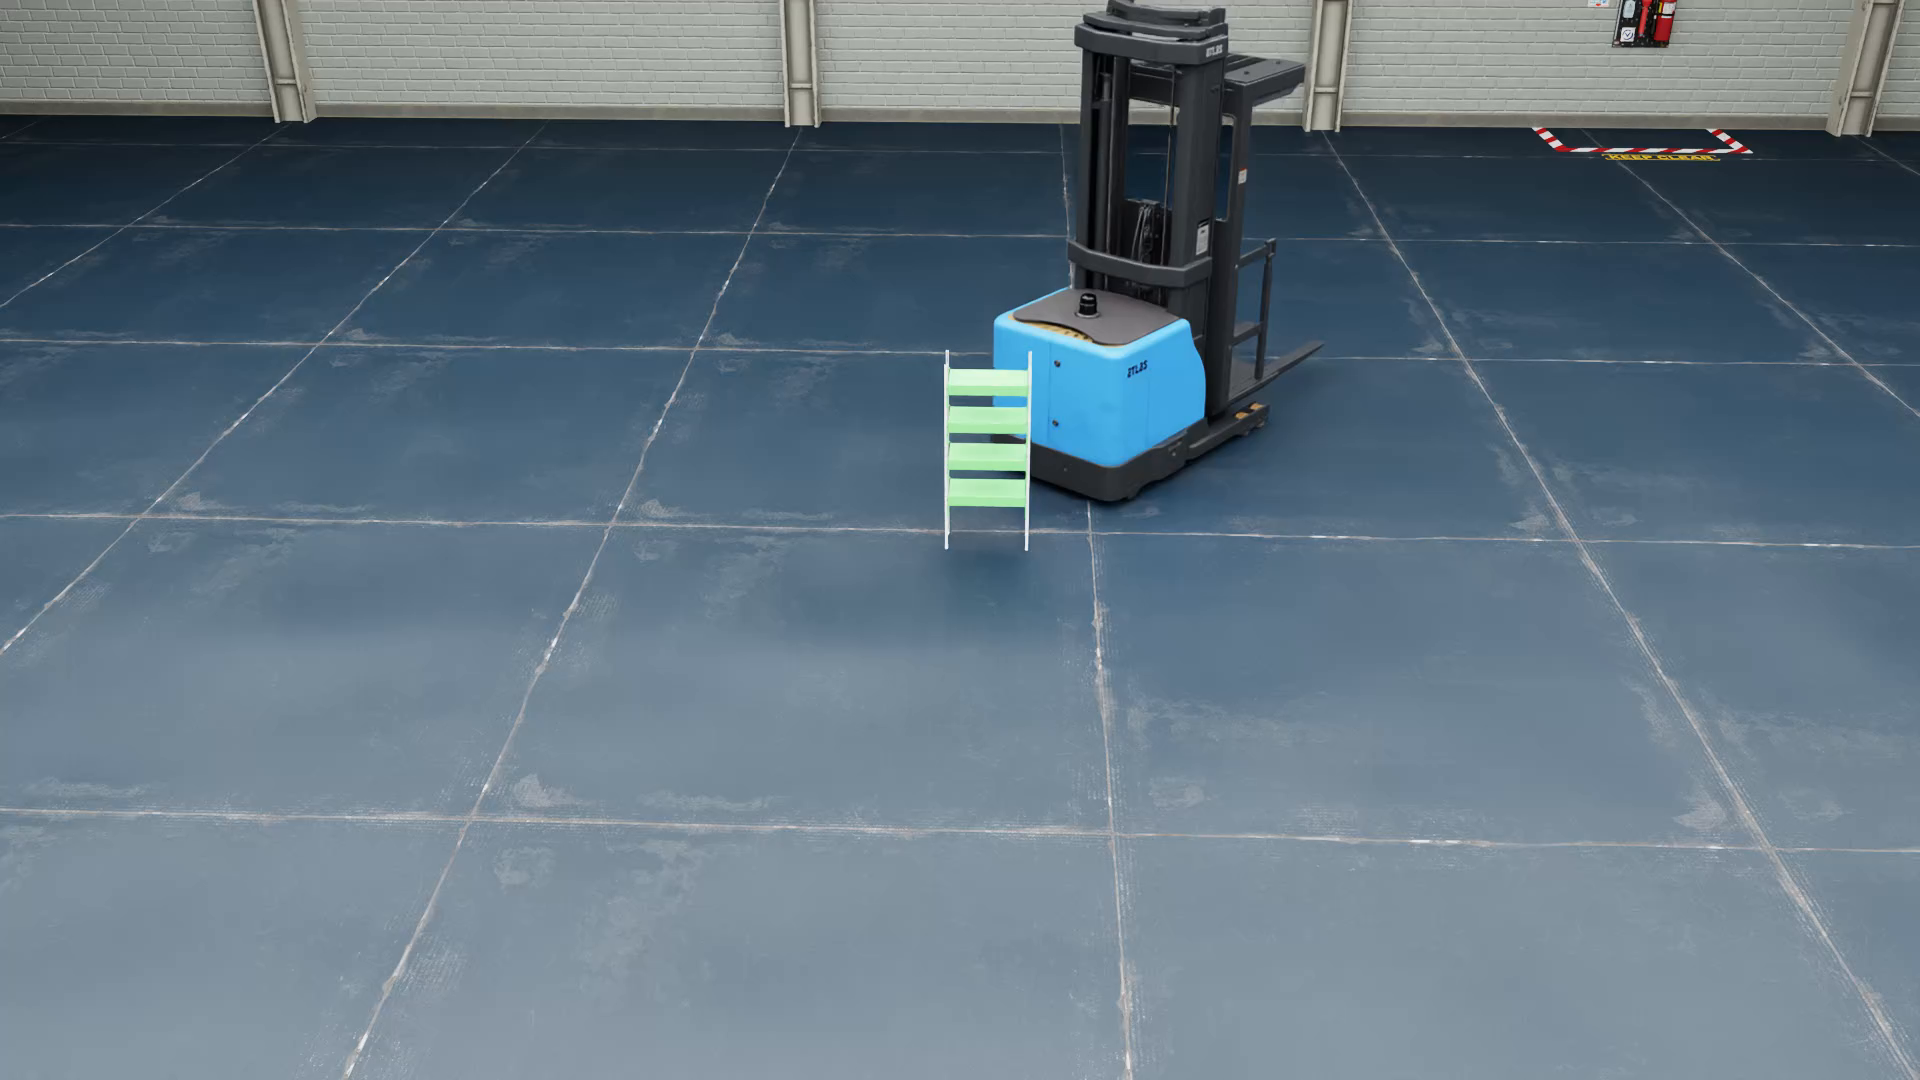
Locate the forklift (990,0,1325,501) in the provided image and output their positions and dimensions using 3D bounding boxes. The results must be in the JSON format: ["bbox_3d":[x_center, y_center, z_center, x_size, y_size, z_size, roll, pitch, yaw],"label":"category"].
[{"bbox_3d":[1.535,-2.157,11.190,1.130,2.935,3.031,22,35,35],"label":"forklift"}]

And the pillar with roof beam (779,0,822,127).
[{"bbox_3d":[-1.980,-6.822,13.512,0.400,9.000,9.100,1,28,2],"label":"pillar with roof beam"}]

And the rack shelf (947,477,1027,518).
[{"bbox_3d":[0.165,-0.259,10.106,0.480,0.148,0.258,1,28,2],"label":"rack shelf"}]

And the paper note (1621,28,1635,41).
[{"bbox_3d":[7.522,-5.693,18.727,0.142,0.148,0.016,1,28,2],"label":"paper note"}]

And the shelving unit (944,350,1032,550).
[{"bbox_3d":[0.165,-0.527,9.964,0.503,1.200,0.258,1,28,2],"label":"shelving unit"}]

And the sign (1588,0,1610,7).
[{"bbox_3d":[7.148,-6.120,18.555,0.234,0.329,0.001,1,28,2],"label":"sign"}]

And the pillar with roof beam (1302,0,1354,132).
[{"bbox_3d":[4.017,-6.723,13.325,0.400,9.000,9.100,1,28,2],"label":"pillar with roof beam"}]

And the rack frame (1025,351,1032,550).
[{"bbox_3d":[0.409,-0.523,9.956,0.015,1.200,0.240,1,28,2],"label":"rack frame"}]

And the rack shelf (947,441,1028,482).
[{"bbox_3d":[0.165,-0.471,9.994,0.480,0.148,0.258,1,28,2],"label":"rack shelf"}]

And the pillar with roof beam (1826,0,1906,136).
[{"bbox_3d":[10.013,-6.624,13.138,0.400,9.000,9.100,1,28,2],"label":"pillar with roof beam"}]

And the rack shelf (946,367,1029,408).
[{"bbox_3d":[0.165,-0.895,9.769,0.480,0.148,0.258,1,28,2],"label":"rack shelf"}]

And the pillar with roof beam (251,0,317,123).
[{"bbox_3d":[-7.976,-6.921,13.699,0.400,9.000,9.100,1,28,2],"label":"pillar with roof beam"}]

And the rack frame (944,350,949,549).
[{"bbox_3d":[-0.078,-0.531,9.971,0.015,1.200,0.240,1,28,2],"label":"rack frame"}]

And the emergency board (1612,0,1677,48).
[{"bbox_3d":[7.697,-6.047,18.455,0.643,1.169,0.194,1,28,2],"label":"emergency board"}]

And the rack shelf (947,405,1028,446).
[{"bbox_3d":[0.165,-0.683,9.881,0.480,0.148,0.258,1,28,2],"label":"rack shelf"}]
